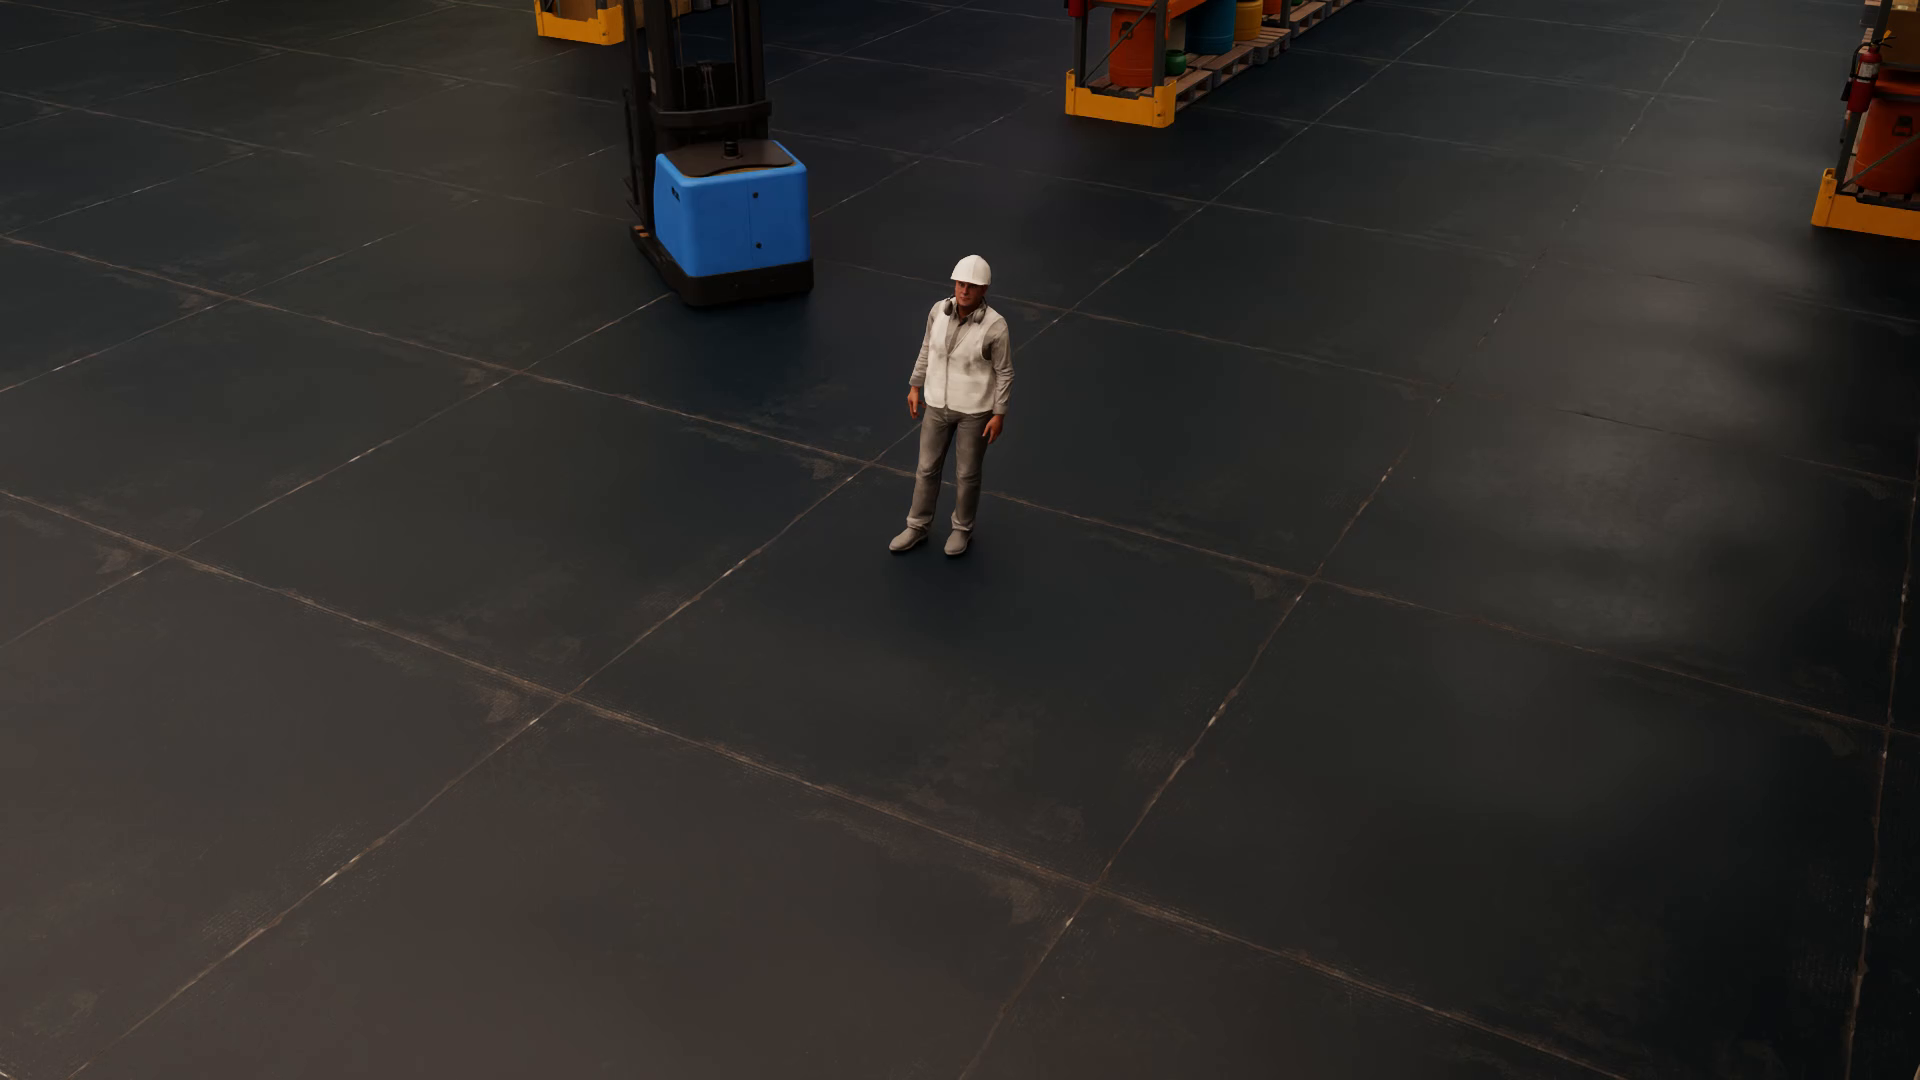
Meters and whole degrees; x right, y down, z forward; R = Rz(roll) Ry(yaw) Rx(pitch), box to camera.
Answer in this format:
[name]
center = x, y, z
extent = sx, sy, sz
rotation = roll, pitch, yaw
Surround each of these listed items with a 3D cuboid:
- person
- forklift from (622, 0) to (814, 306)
[person]
center = -0.037, -0.748, 9.513
extent = 0.632, 1.768, 0.568
rotation = 15, 33, 25
[forklift]
center = -2.219, -3.822, 13.692
extent = 1.130, 2.935, 3.031
rotation = -12, 32, -20
